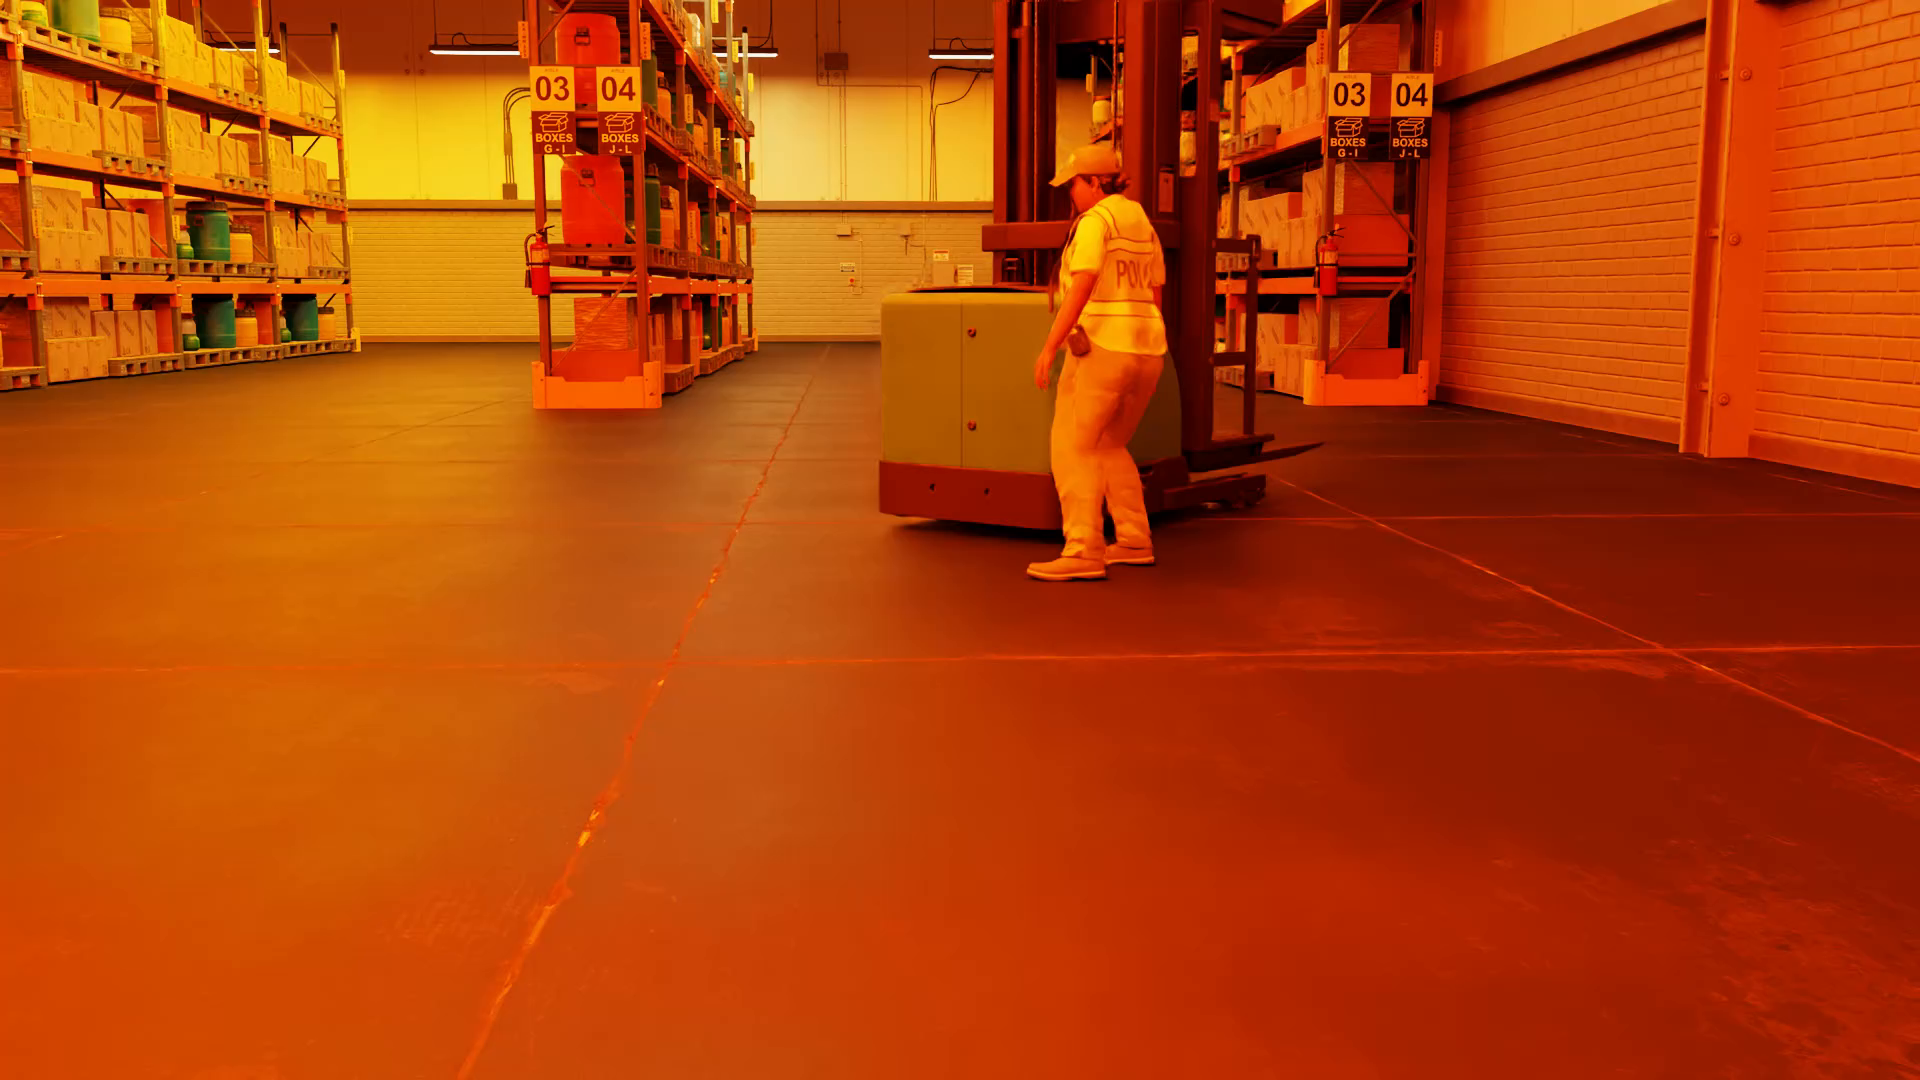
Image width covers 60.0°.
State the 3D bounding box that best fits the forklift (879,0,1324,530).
[{"bbox_3d":[0.912,-1.639,8.369,1.130,2.935,3.031,6,11,37],"label":"forklift"}]

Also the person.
[{"bbox_3d":[0.539,-0.701,6.453,0.444,1.643,0.740,6,10,35],"label":"person"}]
